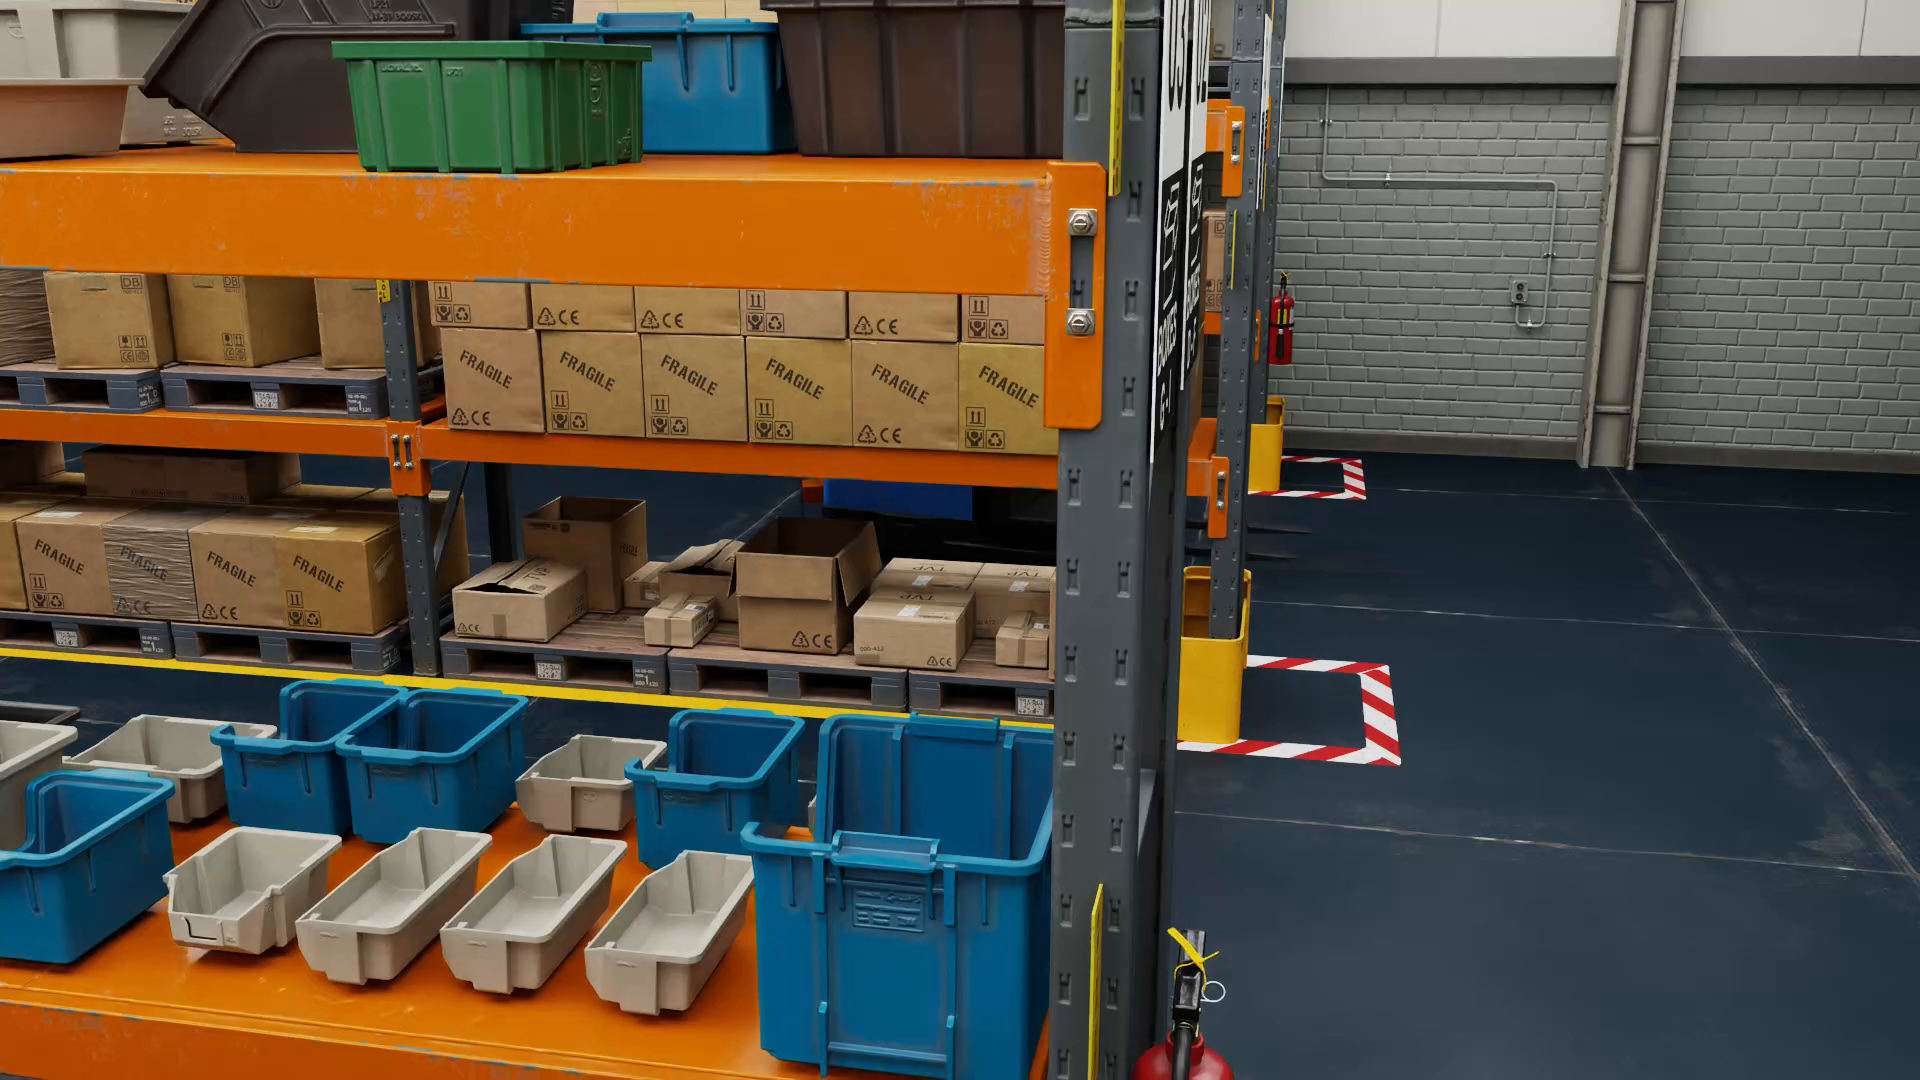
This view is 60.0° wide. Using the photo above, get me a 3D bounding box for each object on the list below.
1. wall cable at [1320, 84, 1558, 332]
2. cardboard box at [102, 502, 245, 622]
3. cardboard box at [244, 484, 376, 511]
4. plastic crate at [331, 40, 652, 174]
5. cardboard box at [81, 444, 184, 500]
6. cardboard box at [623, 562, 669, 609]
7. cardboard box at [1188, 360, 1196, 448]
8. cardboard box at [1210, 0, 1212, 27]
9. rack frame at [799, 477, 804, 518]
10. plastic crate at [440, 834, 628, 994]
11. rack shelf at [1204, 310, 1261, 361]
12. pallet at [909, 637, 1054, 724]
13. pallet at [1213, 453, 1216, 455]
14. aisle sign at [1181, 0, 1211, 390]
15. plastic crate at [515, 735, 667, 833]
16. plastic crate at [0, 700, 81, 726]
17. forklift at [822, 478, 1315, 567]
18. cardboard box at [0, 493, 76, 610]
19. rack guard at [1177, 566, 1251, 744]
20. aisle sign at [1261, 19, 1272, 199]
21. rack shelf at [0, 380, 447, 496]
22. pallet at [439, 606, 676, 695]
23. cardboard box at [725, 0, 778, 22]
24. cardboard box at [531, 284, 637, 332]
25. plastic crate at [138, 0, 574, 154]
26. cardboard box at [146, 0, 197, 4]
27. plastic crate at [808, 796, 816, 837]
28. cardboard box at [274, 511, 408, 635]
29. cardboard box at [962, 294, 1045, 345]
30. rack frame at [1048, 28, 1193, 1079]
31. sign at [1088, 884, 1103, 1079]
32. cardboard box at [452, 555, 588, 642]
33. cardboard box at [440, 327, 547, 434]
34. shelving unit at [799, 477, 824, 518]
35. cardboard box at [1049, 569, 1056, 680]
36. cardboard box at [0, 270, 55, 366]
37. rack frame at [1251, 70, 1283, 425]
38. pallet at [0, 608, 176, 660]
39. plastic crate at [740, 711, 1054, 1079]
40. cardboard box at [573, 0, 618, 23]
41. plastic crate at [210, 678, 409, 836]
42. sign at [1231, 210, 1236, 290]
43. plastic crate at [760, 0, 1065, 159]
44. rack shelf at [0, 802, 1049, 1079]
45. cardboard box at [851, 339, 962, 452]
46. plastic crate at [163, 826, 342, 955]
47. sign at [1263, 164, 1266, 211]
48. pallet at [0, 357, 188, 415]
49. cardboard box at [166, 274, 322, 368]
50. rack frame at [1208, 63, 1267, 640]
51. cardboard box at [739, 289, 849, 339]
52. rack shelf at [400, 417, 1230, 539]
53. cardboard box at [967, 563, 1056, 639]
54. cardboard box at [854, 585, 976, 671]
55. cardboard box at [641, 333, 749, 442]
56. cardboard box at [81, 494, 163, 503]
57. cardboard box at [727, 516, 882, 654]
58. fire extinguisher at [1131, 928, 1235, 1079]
[{"bbox_3d":[3.719,-2.630,12.964,1.851,1.984,0.084,3,16,11],"label":"wall cable"},{"bbox_3d":[-4.143,0.108,8.840,0.500,0.500,0.500,3,16,12],"label":"cardboard box"},{"bbox_3d":[-3.578,0.000,9.231,0.500,0.500,0.500,3,16,12],"label":"cardboard box"},{"bbox_3d":[-0.722,-0.690,2.644,0.336,0.188,0.450,3,16,11],"label":"plastic crate"},{"bbox_3d":[-4.525,-0.416,9.327,0.500,0.250,0.500,3,16,10],"label":"cardboard box"},{"bbox_3d":[-1.634,0.245,9.006,0.250,0.149,0.380,3,16,11],"label":"cardboard box"},{"bbox_3d":[0.799,-0.666,7.589,0.500,0.500,0.500,4,16,13],"label":"cardboard box"},{"bbox_3d":[1.608,-4.048,12.270,0.500,0.500,0.500,2,16,9],"label":"cardboard box"},{"bbox_3d":[-1.063,-0.546,10.998,0.008,1.050,0.200,-4,16,-7],"label":"rack frame"},{"bbox_3d":[-0.815,0.714,3.178,0.243,0.136,0.396,3,16,11],"label":"plastic crate"},{"bbox_3d":[0.316,-1.721,12.932,4.000,0.370,1.077,3,16,11],"label":"rack shelf"},{"bbox_3d":[0.436,0.633,8.312,1.213,0.211,1.003,3,16,11],"label":"pallet"},{"bbox_3d":[1.476,-0.639,12.904,1.213,0.211,1.003,3,16,11],"label":"pallet"},{"bbox_3d":[0.431,-0.696,3.016,0.004,0.787,0.394,3,16,11],"label":"aisle sign"},{"bbox_3d":[-0.838,0.555,3.752,0.298,0.136,0.250,3,16,11],"label":"plastic crate"},{"bbox_3d":[-2.468,0.511,3.932,0.590,0.125,0.437,3,16,11],"label":"plastic crate"},{"bbox_3d":[0.681,-1.319,10.264,3.031,2.935,1.130,6,17,20],"label":"forklift"},{"bbox_3d":[-5.154,0.056,9.031,0.500,0.500,0.500,3,16,10],"label":"cardboard box"},{"bbox_3d":[1.217,0.536,8.122,0.348,0.500,1.175,3,16,11],"label":"rack guard"},{"bbox_3d":[1.417,-1.991,7.690,0.004,0.787,0.394,3,16,11],"label":"aisle sign"},{"bbox_3d":[-4.588,-0.637,9.022,4.000,0.370,1.077,3,16,11],"label":"rack shelf"},{"bbox_3d":[-1.955,0.503,8.781,1.213,0.211,1.003,3,16,11],"label":"pallet"},{"bbox_3d":[-0.733,-2.319,7.469,0.500,0.250,0.500,3,16,11],"label":"cardboard box"},{"bbox_3d":[-1.716,-1.282,7.940,0.500,0.500,0.500,3,16,9],"label":"cardboard box"},{"bbox_3d":[-1.141,-0.938,3.257,0.767,0.338,0.504,3,16,11],"label":"plastic crate"},{"bbox_3d":[-3.766,-2.698,8.331,0.600,0.600,0.600,3,16,10],"label":"cardboard box"},{"bbox_3d":[-0.173,0.591,3.621,0.298,0.136,0.250,3,16,11],"label":"plastic crate"},{"bbox_3d":[-3.169,0.164,8.640,0.500,0.500,0.500,3,16,11],"label":"cardboard box"},{"bbox_3d":[0.306,-1.173,7.548,0.500,0.500,0.500,4,16,13],"label":"cardboard box"},{"bbox_3d":[0.301,0.631,3.096,0.127,3.000,1.000,3,16,11],"label":"rack frame"},{"bbox_3d":[0.207,0.697,2.552,0.005,0.325,0.100,3,16,11],"label":"sign"},{"bbox_3d":[-2.260,0.285,8.557,0.500,0.311,0.500,3,16,11],"label":"cardboard box"},{"bbox_3d":[-2.183,-0.827,8.173,0.500,0.500,0.500,4,16,13],"label":"cardboard box"},{"bbox_3d":[-0.943,-0.555,11.013,0.252,1.050,0.215,-4,16,-7],"label":"shelving unit"},{"bbox_3d":[0.710,0.363,7.920,0.500,0.500,0.500,3,16,11],"label":"cardboard box"},{"bbox_3d":[-5.050,-1.238,8.870,0.500,0.500,0.700,6,17,22],"label":"cardboard box"},{"bbox_3d":[2.275,-1.961,12.452,0.127,3.000,1.000,3,16,11],"label":"rack frame"},{"bbox_3d":[-4.632,0.369,9.266,1.213,0.211,1.003,3,16,11],"label":"pallet"},{"bbox_3d":[-0.064,0.616,2.971,0.499,0.435,0.616,3,16,11],"label":"plastic crate"},{"bbox_3d":[-1.711,-2.375,7.672,0.500,0.250,0.500,3,16,11],"label":"cardboard box"},{"bbox_3d":[-1.460,0.497,3.779,0.300,0.233,0.416,3,16,11],"label":"plastic crate"},{"bbox_3d":[1.162,-1.231,7.056,0.005,0.325,0.100,3,16,11],"label":"sign"},{"bbox_3d":[-0.021,-0.845,3.050,0.590,0.269,0.497,3,16,11],"label":"plastic crate"},{"bbox_3d":[-1.659,0.871,3.576,4.000,0.370,1.077,3,16,11],"label":"rack shelf"},{"bbox_3d":[-0.198,-0.720,7.786,0.500,0.500,0.500,3,16,12],"label":"cardboard box"},{"bbox_3d":[-1.387,0.694,3.248,0.250,0.136,0.298,3,16,11],"label":"plastic crate"},{"bbox_3d":[2.154,-2.492,11.756,0.005,0.325,0.100,3,16,11],"label":"sign"},{"bbox_3d":[-4.641,-0.896,8.966,1.213,0.211,1.003,3,16,11],"label":"pallet"},{"bbox_3d":[-3.734,-1.232,8.846,0.500,0.500,0.700,6,16,20],"label":"cardboard box"},{"bbox_3d":[1.292,-0.665,7.773,0.127,3.000,1.000,3,16,11],"label":"rack frame"},{"bbox_3d":[-0.707,-1.227,7.742,0.500,0.500,0.500,4,16,13],"label":"cardboard box"},{"bbox_3d":[-0.668,-0.425,8.253,4.000,0.370,1.077,3,16,11],"label":"rack shelf"},{"bbox_3d":[0.326,0.318,8.550,0.500,0.250,0.500,3,16,11],"label":"cardboard box"},{"bbox_3d":[-0.215,0.425,8.164,0.500,0.250,0.500,3,16,11],"label":"cardboard box"},{"bbox_3d":[-1.190,-0.774,7.979,0.500,0.500,0.500,3,16,11],"label":"cardboard box"},{"bbox_3d":[-4.562,-0.056,9.432,0.500,0.500,0.500,3,16,9],"label":"cardboard box"},{"bbox_3d":[-0.786,0.212,8.460,0.637,0.503,0.797,3,16,11],"label":"cardboard box"},{"bbox_3d":[0.358,0.975,2.698,0.183,0.674,0.296,3,16,11],"label":"fire extinguisher"}]
